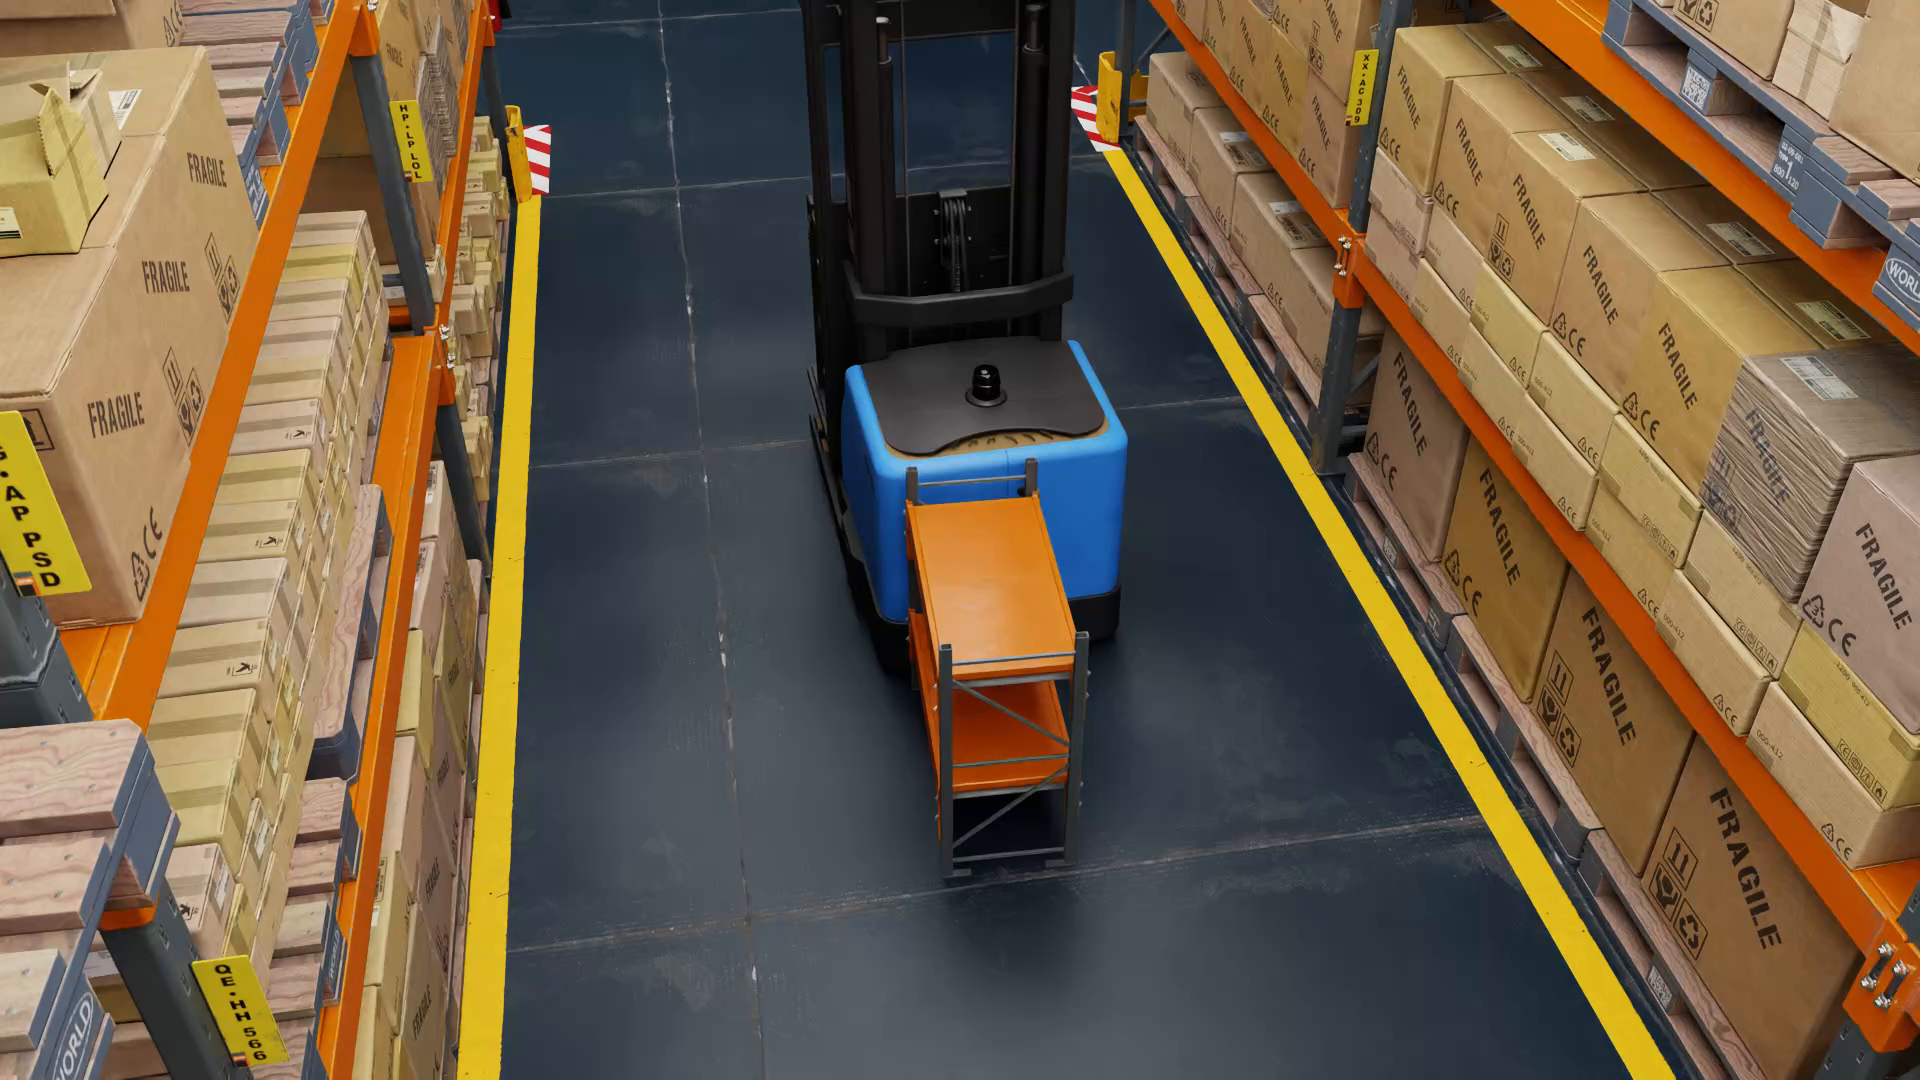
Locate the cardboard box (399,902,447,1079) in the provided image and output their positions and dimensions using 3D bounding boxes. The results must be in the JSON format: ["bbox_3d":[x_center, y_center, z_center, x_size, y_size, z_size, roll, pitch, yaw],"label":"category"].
[{"bbox_3d":[-1.888,1.490,5.082,0.500,0.500,0.500,-6,38,-7],"label":"cardboard box"}]

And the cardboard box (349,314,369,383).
[{"bbox_3d":[-2.273,-0.645,5.755,0.380,0.149,0.250,-5,38,-6],"label":"cardboard box"}]

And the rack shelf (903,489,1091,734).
[{"bbox_3d":[0.112,0.237,6.052,0.538,0.278,1.000,-5,38,-6],"label":"rack shelf"}]

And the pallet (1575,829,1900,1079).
[{"bbox_3d":[2.868,1.450,5.711,1.003,0.211,1.213,-6,38,-8],"label":"pallet"}]

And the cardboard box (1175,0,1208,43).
[{"bbox_3d":[1.519,-3.105,9.221,0.500,0.500,0.500,-6,38,-8],"label":"cardboard box"}]

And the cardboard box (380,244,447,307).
[{"bbox_3d":[-2.352,-1.096,6.921,0.380,0.149,0.250,-5,38,-6],"label":"cardboard box"}]

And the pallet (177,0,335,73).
[{"bbox_3d":[-2.621,-1.715,5.221,1.213,0.211,1.003,-6,38,-8],"label":"pallet"}]

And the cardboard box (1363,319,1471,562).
[{"bbox_3d":[2.418,-0.543,7.394,0.875,0.875,0.875,-5,38,-7],"label":"cardboard box"}]

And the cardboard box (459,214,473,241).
[{"bbox_3d":[-2.804,-1.596,8.856,0.380,0.149,0.250,-7,38,-9],"label":"cardboard box"}]

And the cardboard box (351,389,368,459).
[{"bbox_3d":[-2.229,-0.378,5.654,0.380,0.149,0.250,-8,39,-10],"label":"cardboard box"}]

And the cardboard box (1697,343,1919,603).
[{"bbox_3d":[2.486,-0.194,4.658,0.500,0.500,0.500,-6,38,-7],"label":"cardboard box"}]

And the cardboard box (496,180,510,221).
[{"bbox_3d":[-2.884,-2.005,9.867,0.380,0.149,0.250,-5,38,-7],"label":"cardboard box"}]

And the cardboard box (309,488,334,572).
[{"bbox_3d":[-2.089,-0.011,4.939,0.380,0.149,0.250,-5,38,-6],"label":"cardboard box"}]

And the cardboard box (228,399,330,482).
[{"bbox_3d":[-2.135,-0.282,5.045,0.380,0.149,0.250,-8,39,-10],"label":"cardboard box"}]

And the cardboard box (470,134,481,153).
[{"bbox_3d":[-2.996,-2.229,9.671,0.380,0.149,0.250,-6,38,-7],"label":"cardboard box"}]

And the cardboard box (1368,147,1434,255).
[{"bbox_3d":[2.030,-1.425,6.853,0.500,0.250,0.500,-7,38,-9],"label":"cardboard box"}]

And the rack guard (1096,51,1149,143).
[{"bbox_3d":[1.525,-3.026,11.237,1.175,0.500,0.348,-6,38,-8],"label":"rack guard"}]

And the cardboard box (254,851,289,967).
[{"bbox_3d":[-1.850,0.906,4.001,0.380,0.149,0.250,-4,38,-6],"label":"cardboard box"}]

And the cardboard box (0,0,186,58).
[{"bbox_3d":[-2.483,-1.433,4.278,0.797,0.503,0.637,-7,38,-9],"label":"cardboard box"}]

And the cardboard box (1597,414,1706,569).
[{"bbox_3d":[2.394,-0.186,5.259,0.500,0.250,0.500,-7,38,-9],"label":"cardboard box"}]

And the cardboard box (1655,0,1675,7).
[{"bbox_3d":[2.207,-1.738,4.865,0.396,0.266,0.258,-3,38,-4],"label":"cardboard box"}]

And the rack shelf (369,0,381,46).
[{"bbox_3d":[-2.975,-3.097,7.433,1.077,0.370,4.000,-6,38,-8],"label":"rack shelf"}]

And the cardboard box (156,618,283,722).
[{"bbox_3d":[-1.948,0.355,4.226,0.380,0.149,0.250,-8,39,-10],"label":"cardboard box"}]

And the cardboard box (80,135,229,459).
[{"bbox_3d":[-1.856,-0.472,3.386,0.500,0.500,0.500,-6,38,-8],"label":"cardboard box"}]

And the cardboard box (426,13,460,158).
[{"bbox_3d":[-2.610,-2.078,7.656,0.500,0.500,0.500,-7,38,-9],"label":"cardboard box"}]

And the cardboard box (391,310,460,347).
[{"bbox_3d":[-2.632,-0.970,8.050,0.380,0.149,0.250,-7,38,-9],"label":"cardboard box"}]

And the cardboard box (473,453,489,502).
[{"bbox_3d":[-2.372,-0.283,7.651,0.380,0.149,0.250,-8,39,-10],"label":"cardboard box"}]

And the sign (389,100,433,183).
[{"bbox_3d":[-2.079,-1.508,6.302,0.100,0.325,0.005,-6,38,-8],"label":"sign"}]

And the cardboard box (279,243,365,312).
[{"bbox_3d":[-2.314,-0.907,5.850,0.380,0.149,0.250,-7,38,-9],"label":"cardboard box"}]

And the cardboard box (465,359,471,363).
[{"bbox_3d":[-2.689,-0.895,8.439,0.380,0.149,0.250,-8,39,-10],"label":"cardboard box"}]

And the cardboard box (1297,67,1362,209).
[{"bbox_3d":[1.898,-1.875,7.636,0.500,0.500,0.500,-6,38,-8],"label":"cardboard box"}]

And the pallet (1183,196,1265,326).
[{"bbox_3d":[1.957,-1.687,9.750,1.003,0.211,1.213,-6,38,-8],"label":"pallet"}]

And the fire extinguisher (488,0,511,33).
[{"bbox_3d":[-2.916,-3.429,10.086,0.296,0.674,0.183,-6,38,-8],"label":"fire extinguisher"}]

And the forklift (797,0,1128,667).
[{"bbox_3d":[-0.133,-1.532,7.332,1.130,2.935,3.031,-8,38,-10],"label":"forklift"}]

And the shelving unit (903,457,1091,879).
[{"bbox_3d":[0.112,0.468,6.231,0.538,1.125,1.048,-5,38,-6],"label":"shelving unit"}]

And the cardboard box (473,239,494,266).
[{"bbox_3d":[-2.730,-1.492,8.965,0.380,0.149,0.250,-4,38,-6],"label":"cardboard box"}]

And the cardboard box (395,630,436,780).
[{"bbox_3d":[-2.062,0.589,5.631,0.500,0.250,0.500,-8,39,-10],"label":"cardboard box"}]

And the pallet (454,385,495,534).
[{"bbox_3d":[-2.777,-0.290,7.951,1.003,0.211,1.213,-6,38,-8],"label":"pallet"}]

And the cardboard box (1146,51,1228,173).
[{"bbox_3d":[1.744,-2.765,10.610,0.875,0.438,0.875,-7,38,-9],"label":"cardboard box"}]

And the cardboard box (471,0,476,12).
[{"bbox_3d":[-2.991,-3.139,9.551,0.380,0.149,0.250,-6,38,-8],"label":"cardboard box"}]

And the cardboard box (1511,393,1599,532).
[{"bbox_3d":[2.293,-0.302,5.817,0.500,0.250,0.500,-7,38,-9],"label":"cardboard box"}]

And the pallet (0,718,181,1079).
[{"bbox_3d":[-1.758,0.700,2.113,1.213,0.211,1.003,-5,38,-6],"label":"pallet"}]

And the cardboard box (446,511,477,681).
[{"bbox_3d":[-2.247,0.252,6.675,0.500,0.500,0.500,-7,38,-9],"label":"cardboard box"}]

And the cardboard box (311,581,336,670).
[{"bbox_3d":[-2.038,0.268,4.823,0.380,0.149,0.250,-6,38,-7],"label":"cardboard box"}]

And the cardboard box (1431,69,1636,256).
[{"bbox_3d":[2.141,-1.416,6.231,0.500,0.500,0.500,-6,38,-8],"label":"cardboard box"}]

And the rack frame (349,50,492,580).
[{"bbox_3d":[-2.625,-0.989,6.578,1.000,3.000,0.127,-6,38,-8],"label":"rack frame"}]

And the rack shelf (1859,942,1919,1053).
[{"bbox_3d":[3.283,2.326,2.898,1.077,0.370,4.000,-6,38,-8],"label":"rack shelf"}]

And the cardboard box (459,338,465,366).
[{"bbox_3d":[-2.629,-0.850,8.138,0.380,0.149,0.250,-8,39,-10],"label":"cardboard box"}]

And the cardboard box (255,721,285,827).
[{"bbox_3d":[-1.910,0.605,4.146,0.380,0.149,0.250,-7,38,-9],"label":"cardboard box"}]

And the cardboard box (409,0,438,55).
[{"bbox_3d":[-2.628,-2.459,7.331,0.500,0.500,0.500,-6,38,-7],"label":"cardboard box"}]

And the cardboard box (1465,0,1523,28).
[{"bbox_3d":[2.386,-2.330,7.408,0.500,0.500,0.500,-6,38,-8],"label":"cardboard box"}]
